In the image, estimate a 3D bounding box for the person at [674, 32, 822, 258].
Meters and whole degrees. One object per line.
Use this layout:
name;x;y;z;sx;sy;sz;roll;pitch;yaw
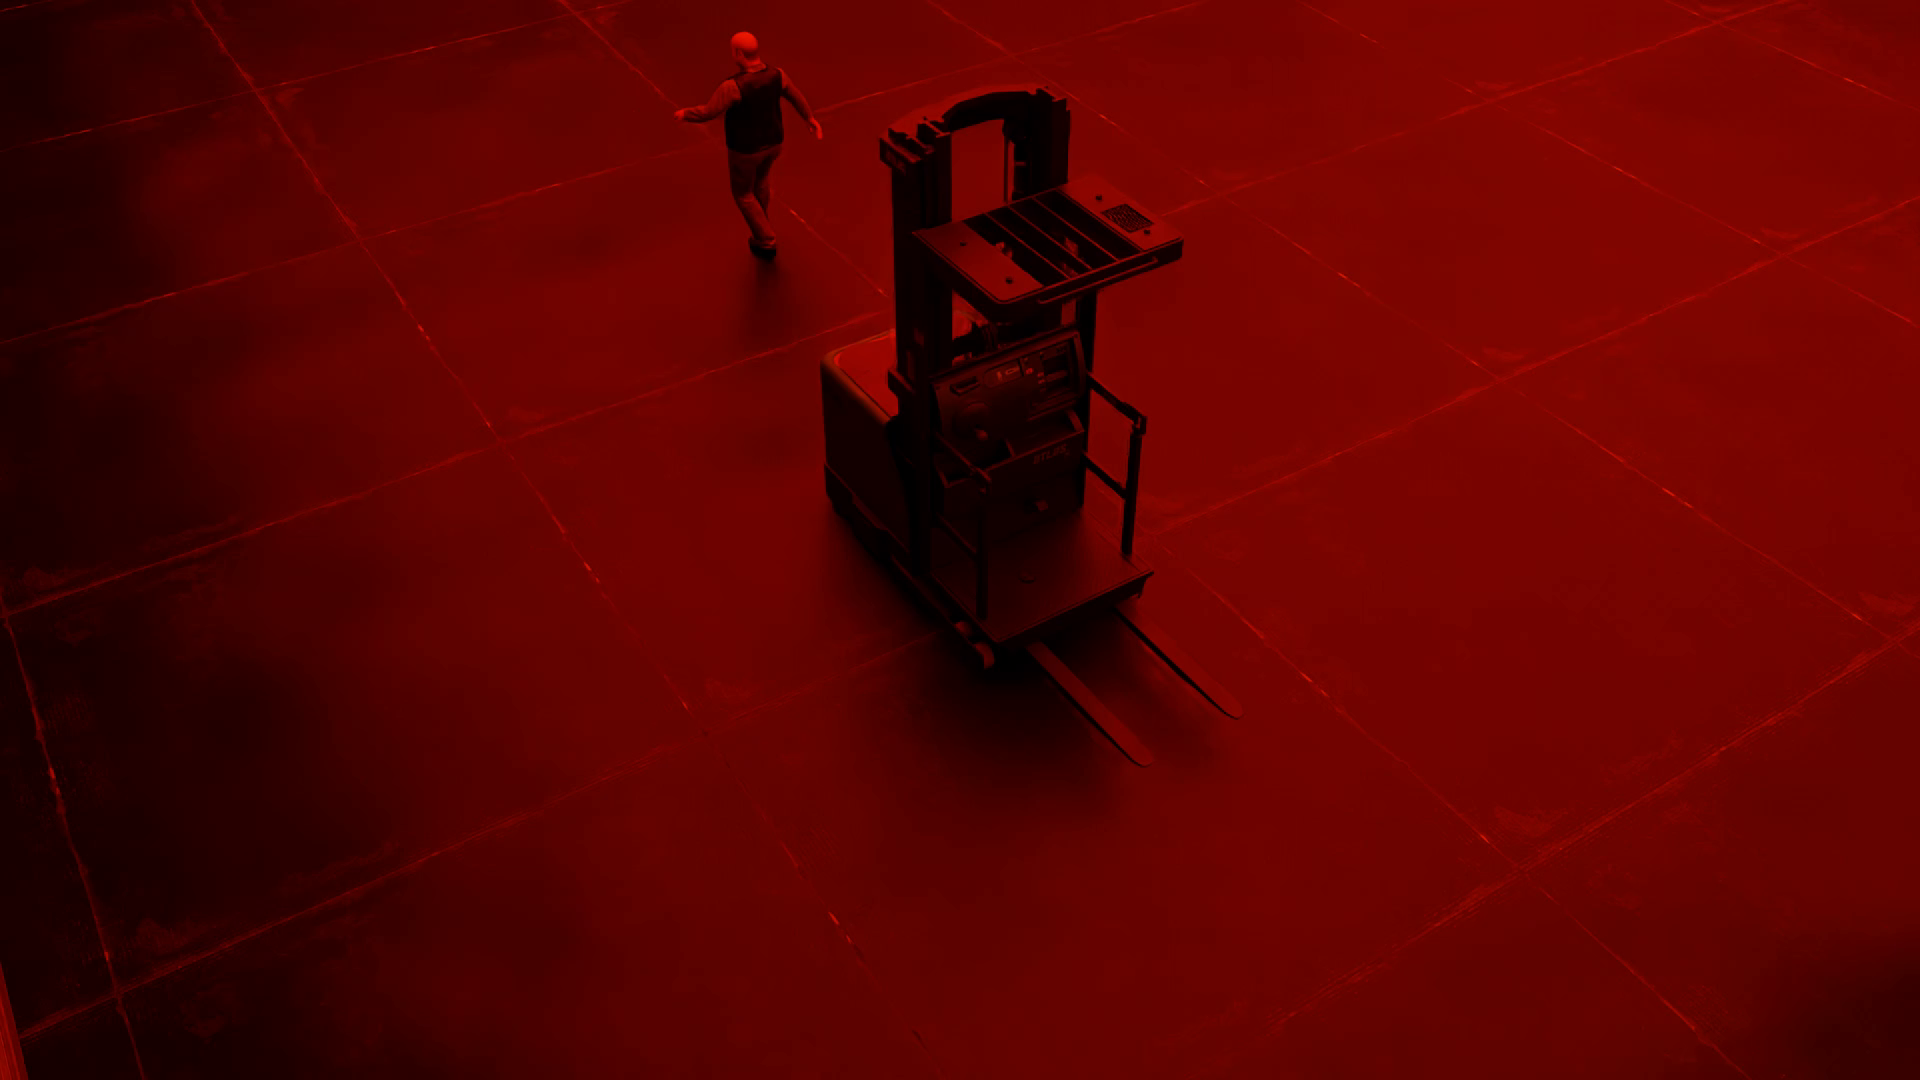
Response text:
person;-1.522;-2.939;12.196;0.967;1.712;0.718;-29;49;-29

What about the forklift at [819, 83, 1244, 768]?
forklift;0.387;-0.736;8.713;1.130;2.935;3.031;-23;46;-24
